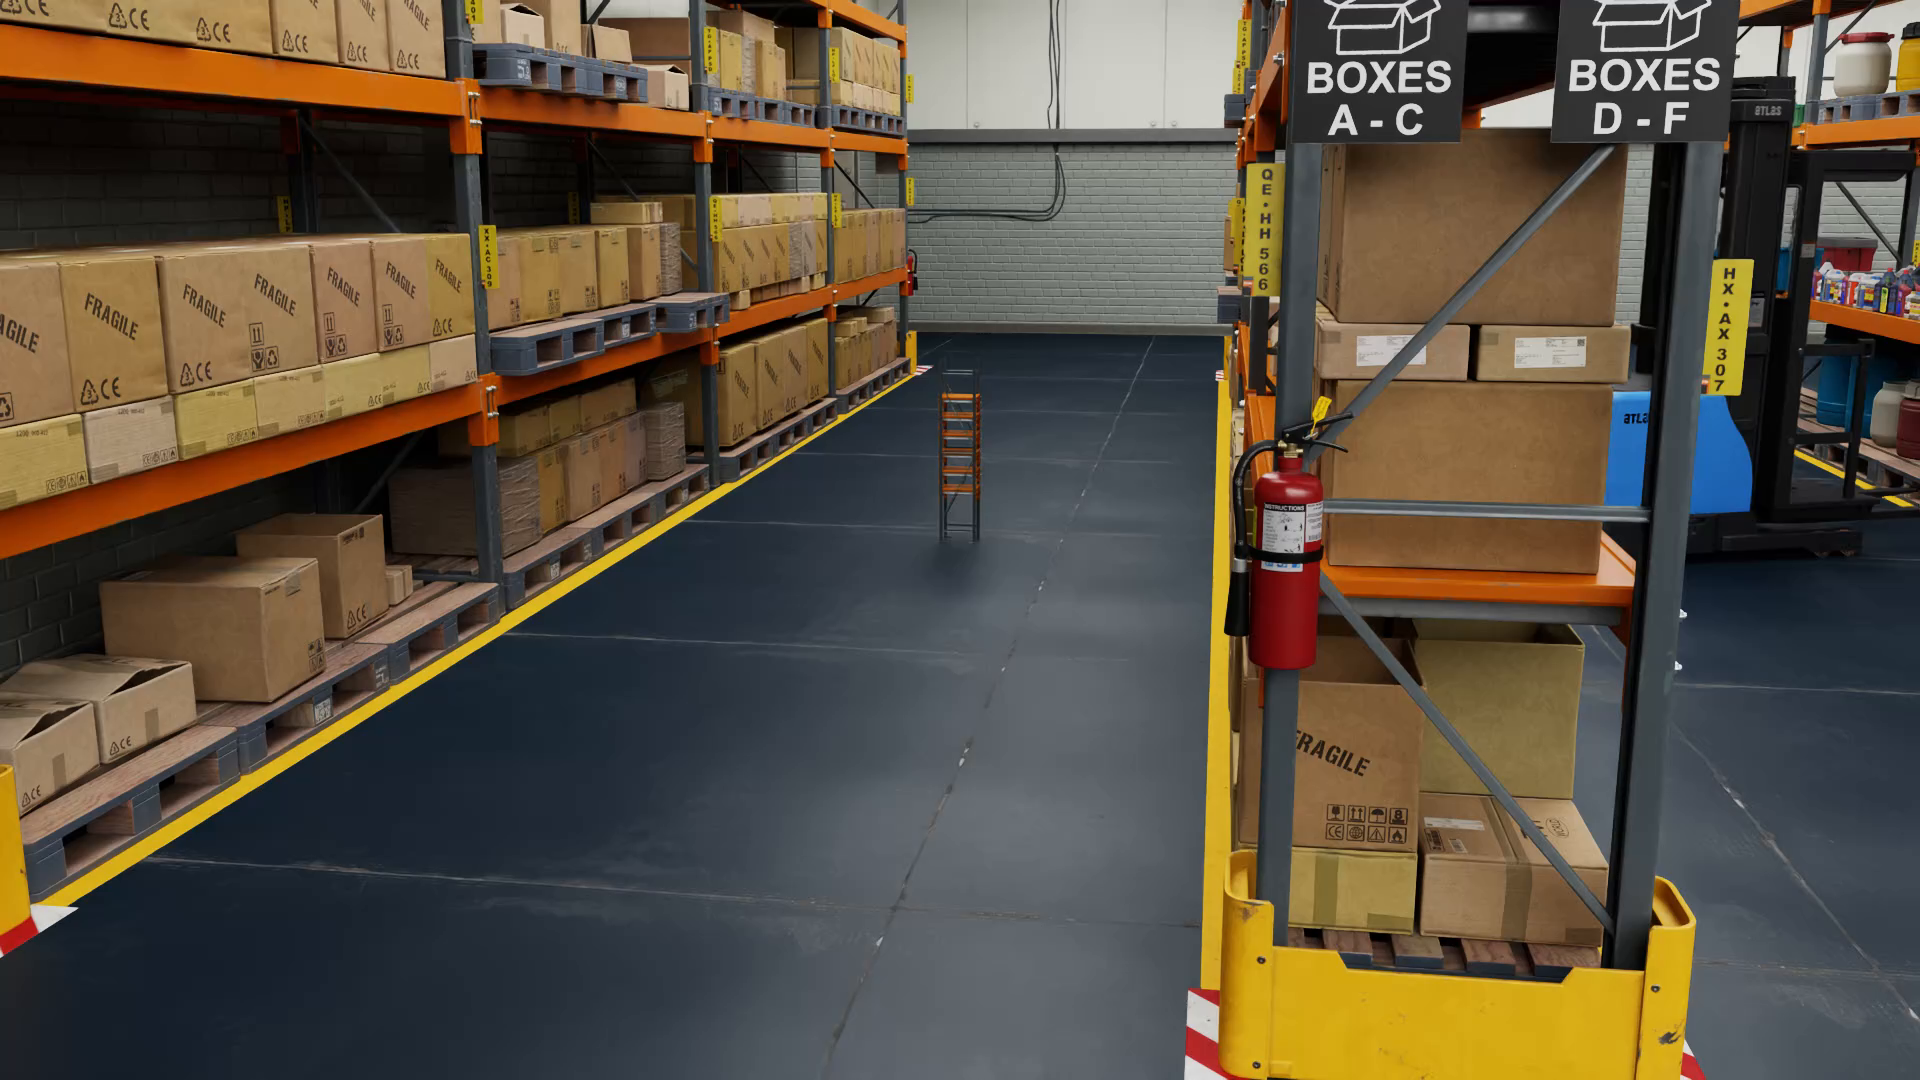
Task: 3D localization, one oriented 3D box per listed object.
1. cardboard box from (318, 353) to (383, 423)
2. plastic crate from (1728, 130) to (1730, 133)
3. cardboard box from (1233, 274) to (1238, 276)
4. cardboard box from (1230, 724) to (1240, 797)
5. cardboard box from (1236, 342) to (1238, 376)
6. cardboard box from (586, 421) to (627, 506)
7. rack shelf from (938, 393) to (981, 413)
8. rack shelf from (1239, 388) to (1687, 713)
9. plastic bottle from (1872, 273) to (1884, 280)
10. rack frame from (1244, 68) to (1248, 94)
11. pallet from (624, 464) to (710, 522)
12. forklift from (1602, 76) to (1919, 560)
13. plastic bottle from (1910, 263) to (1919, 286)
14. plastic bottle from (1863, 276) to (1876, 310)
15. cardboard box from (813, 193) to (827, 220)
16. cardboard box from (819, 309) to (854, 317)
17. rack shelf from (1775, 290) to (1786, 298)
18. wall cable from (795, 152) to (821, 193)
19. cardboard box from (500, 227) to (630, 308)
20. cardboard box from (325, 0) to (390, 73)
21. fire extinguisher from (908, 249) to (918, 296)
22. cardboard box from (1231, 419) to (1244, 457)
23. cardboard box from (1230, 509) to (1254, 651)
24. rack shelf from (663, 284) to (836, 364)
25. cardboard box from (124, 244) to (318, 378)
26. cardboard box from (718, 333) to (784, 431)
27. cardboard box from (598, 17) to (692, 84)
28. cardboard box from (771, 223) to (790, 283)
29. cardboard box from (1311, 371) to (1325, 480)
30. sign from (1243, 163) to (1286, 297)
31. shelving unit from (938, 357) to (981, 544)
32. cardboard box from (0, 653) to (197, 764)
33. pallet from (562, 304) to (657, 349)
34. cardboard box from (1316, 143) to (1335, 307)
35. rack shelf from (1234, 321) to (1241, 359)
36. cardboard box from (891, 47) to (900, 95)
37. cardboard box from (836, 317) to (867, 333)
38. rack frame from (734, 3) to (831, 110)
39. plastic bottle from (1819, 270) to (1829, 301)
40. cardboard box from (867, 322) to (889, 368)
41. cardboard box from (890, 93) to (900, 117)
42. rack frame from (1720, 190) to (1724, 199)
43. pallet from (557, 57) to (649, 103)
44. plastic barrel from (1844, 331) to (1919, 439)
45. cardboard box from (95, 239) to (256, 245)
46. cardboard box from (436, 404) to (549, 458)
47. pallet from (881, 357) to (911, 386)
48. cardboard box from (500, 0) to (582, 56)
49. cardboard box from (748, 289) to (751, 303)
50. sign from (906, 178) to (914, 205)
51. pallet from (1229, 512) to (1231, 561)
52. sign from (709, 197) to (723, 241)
[{"bbox_3d":[-2.906,-0.680,7.339,0.500,0.250,0.500,2,12,8],"label":"cardboard box"},{"bbox_3d":[8.142,-4.365,17.154,0.504,0.338,0.767,2,12,9],"label":"plastic crate"},{"bbox_3d":[2.803,-2.584,14.630,0.700,0.500,0.500,4,13,18],"label":"cardboard box"},{"bbox_3d":[1.225,0.741,5.967,0.500,0.250,0.500,2,12,9],"label":"cardboard box"},{"bbox_3d":[2.594,-1.521,14.039,0.500,0.250,0.500,2,12,8],"label":"cardboard box"},{"bbox_3d":[-2.672,-0.527,11.209,0.700,0.500,0.500,2,12,8],"label":"cardboard box"},{"bbox_3d":[-0.002,-0.892,10.787,0.258,0.103,0.180,2,12,9],"label":"rack shelf"},{"bbox_3d":[1.602,-0.133,6.199,1.077,0.370,4.000,2,12,9],"label":"rack shelf"},{"bbox_3d":[7.594,-2.063,13.740,0.152,0.276,0.135,2,12,9],"label":"plastic bottle"},{"bbox_3d":[3.140,-5.499,15.150,1.000,3.000,0.127,2,12,9],"label":"rack frame"},{"bbox_3d":[-2.492,-0.368,12.199,1.003,0.211,1.213,2,12,9],"label":"pallet"},{"bbox_3d":[5.243,-1.434,10.688,3.031,2.935,1.130,-3,12,-13],"label":"forklift"},{"bbox_3d":[8.045,-2.145,13.945,0.144,0.351,0.185,2,12,9],"label":"plastic bottle"},{"bbox_3d":[7.363,-1.994,13.432,0.097,0.271,0.097,0,12,0],"label":"plastic bottle"},{"bbox_3d":[-1.575,-3.191,15.911,0.500,0.250,0.500,2,12,10],"label":"cardboard box"},{"bbox_3d":[-1.444,-2.585,19.267,0.380,0.149,0.250,2,12,9],"label":"cardboard box"},{"bbox_3d":[8.341,-2.470,17.042,1.077,0.370,4.000,2,12,9],"label":"rack shelf"},{"bbox_3d":[-1.878,-4.353,21.659,0.084,1.984,1.851,2,12,9],"label":"wall cable"},{"bbox_3d":[-2.603,-1.799,10.941,0.700,0.500,0.500,2,12,9],"label":"cardboard box"},{"bbox_3d":[-2.910,-2.368,7.456,0.500,0.500,0.500,1,12,4],"label":"cardboard box"},{"bbox_3d":[-0.661,-3.355,20.511,0.296,0.674,0.183,2,12,9],"label":"fire extinguisher"},{"bbox_3d":[2.081,-0.660,11.135,0.500,0.311,0.500,2,12,7],"label":"cardboard box"},{"bbox_3d":[1.375,0.166,6.855,0.500,0.500,0.500,2,12,9],"label":"cardboard box"},{"bbox_3d":[-2.063,-1.958,14.668,1.077,0.370,4.000,2,12,9],"label":"rack shelf"},{"bbox_3d":[-2.991,-0.939,6.758,0.500,0.500,0.500,2,12,10],"label":"cardboard box"},{"bbox_3d":[-1.987,-1.379,14.378,0.750,0.750,0.750,2,12,8],"label":"cardboard box"},{"bbox_3d":[-2.354,-3.725,12.755,0.700,0.500,0.500,1,12,4],"label":"cardboard box"},{"bbox_3d":[-1.804,-2.511,14.534,0.500,0.500,0.500,2,12,10],"label":"cardboard box"},{"bbox_3d":[1.455,-0.324,5.138,0.700,0.500,0.500,2,12,10],"label":"cardboard box"},{"bbox_3d":[0.760,-0.771,4.139,0.100,0.325,0.005,2,12,9],"label":"sign"},{"bbox_3d":[-0.002,-0.584,10.853,0.258,1.200,0.189,2,12,9],"label":"shelving unit"},{"bbox_3d":[-3.318,0.611,6.375,0.500,0.311,0.500,3,13,13],"label":"cardboard box"},{"bbox_3d":[-2.635,-1.386,10.762,1.003,0.211,1.213,2,12,9],"label":"pallet"},{"bbox_3d":[1.462,-0.969,5.053,0.700,0.500,0.500,2,12,7],"label":"cardboard box"},{"bbox_3d":[2.832,-1.799,13.926,1.077,0.370,4.000,2,12,9],"label":"rack shelf"},{"bbox_3d":[-0.983,-5.411,19.205,0.500,0.500,0.500,2,12,8],"label":"cardboard box"},{"bbox_3d":[-1.226,-2.353,18.189,0.380,0.149,0.250,2,12,7],"label":"cardboard box"},{"bbox_3d":[-1.755,-5.659,15.892,1.000,3.000,0.127,2,12,9],"label":"rack frame"},{"bbox_3d":[7.521,-2.207,14.421,0.097,0.271,0.097,0,12,0],"label":"plastic bottle"},{"bbox_3d":[-1.226,-2.289,19.432,0.700,0.500,0.500,2,12,8],"label":"cardboard box"},{"bbox_3d":[-0.991,-5.045,19.285,0.500,0.250,0.500,2,12,10],"label":"cardboard box"},{"bbox_3d":[8.649,-3.238,18.898,1.000,3.000,0.127,2,12,9],"label":"rack frame"},{"bbox_3d":[-2.629,-2.777,10.083,1.213,0.211,1.003,2,12,9],"label":"pallet"},{"bbox_3d":[7.824,-1.325,14.004,0.600,0.901,0.708,2,12,9],"label":"plastic barrel"},{"bbox_3d":[-3.430,-1.062,7.329,0.500,0.500,0.500,2,12,10],"label":"cardboard box"},{"bbox_3d":[-2.825,-0.666,10.074,0.500,0.250,0.500,2,12,7],"label":"cardboard box"},{"bbox_3d":[-1.186,-2.027,19.897,1.003,0.211,1.213,2,12,9],"label":"pallet"},{"bbox_3d":[-2.633,-3.149,10.133,0.500,0.500,0.500,1,12,7],"label":"cardboard box"},{"bbox_3d":[-1.971,-2.057,13.967,0.380,0.149,0.250,2,12,10],"label":"cardboard box"},{"bbox_3d":[-0.606,-4.220,20.145,0.100,0.325,0.005,2,12,9],"label":"sign"},{"bbox_3d":[2.169,0.053,10.248,1.003,0.211,1.213,2,12,9],"label":"pallet"},{"bbox_3d":[-1.833,-2.405,12.474,0.100,0.325,0.005,2,12,9],"label":"sign"}]
